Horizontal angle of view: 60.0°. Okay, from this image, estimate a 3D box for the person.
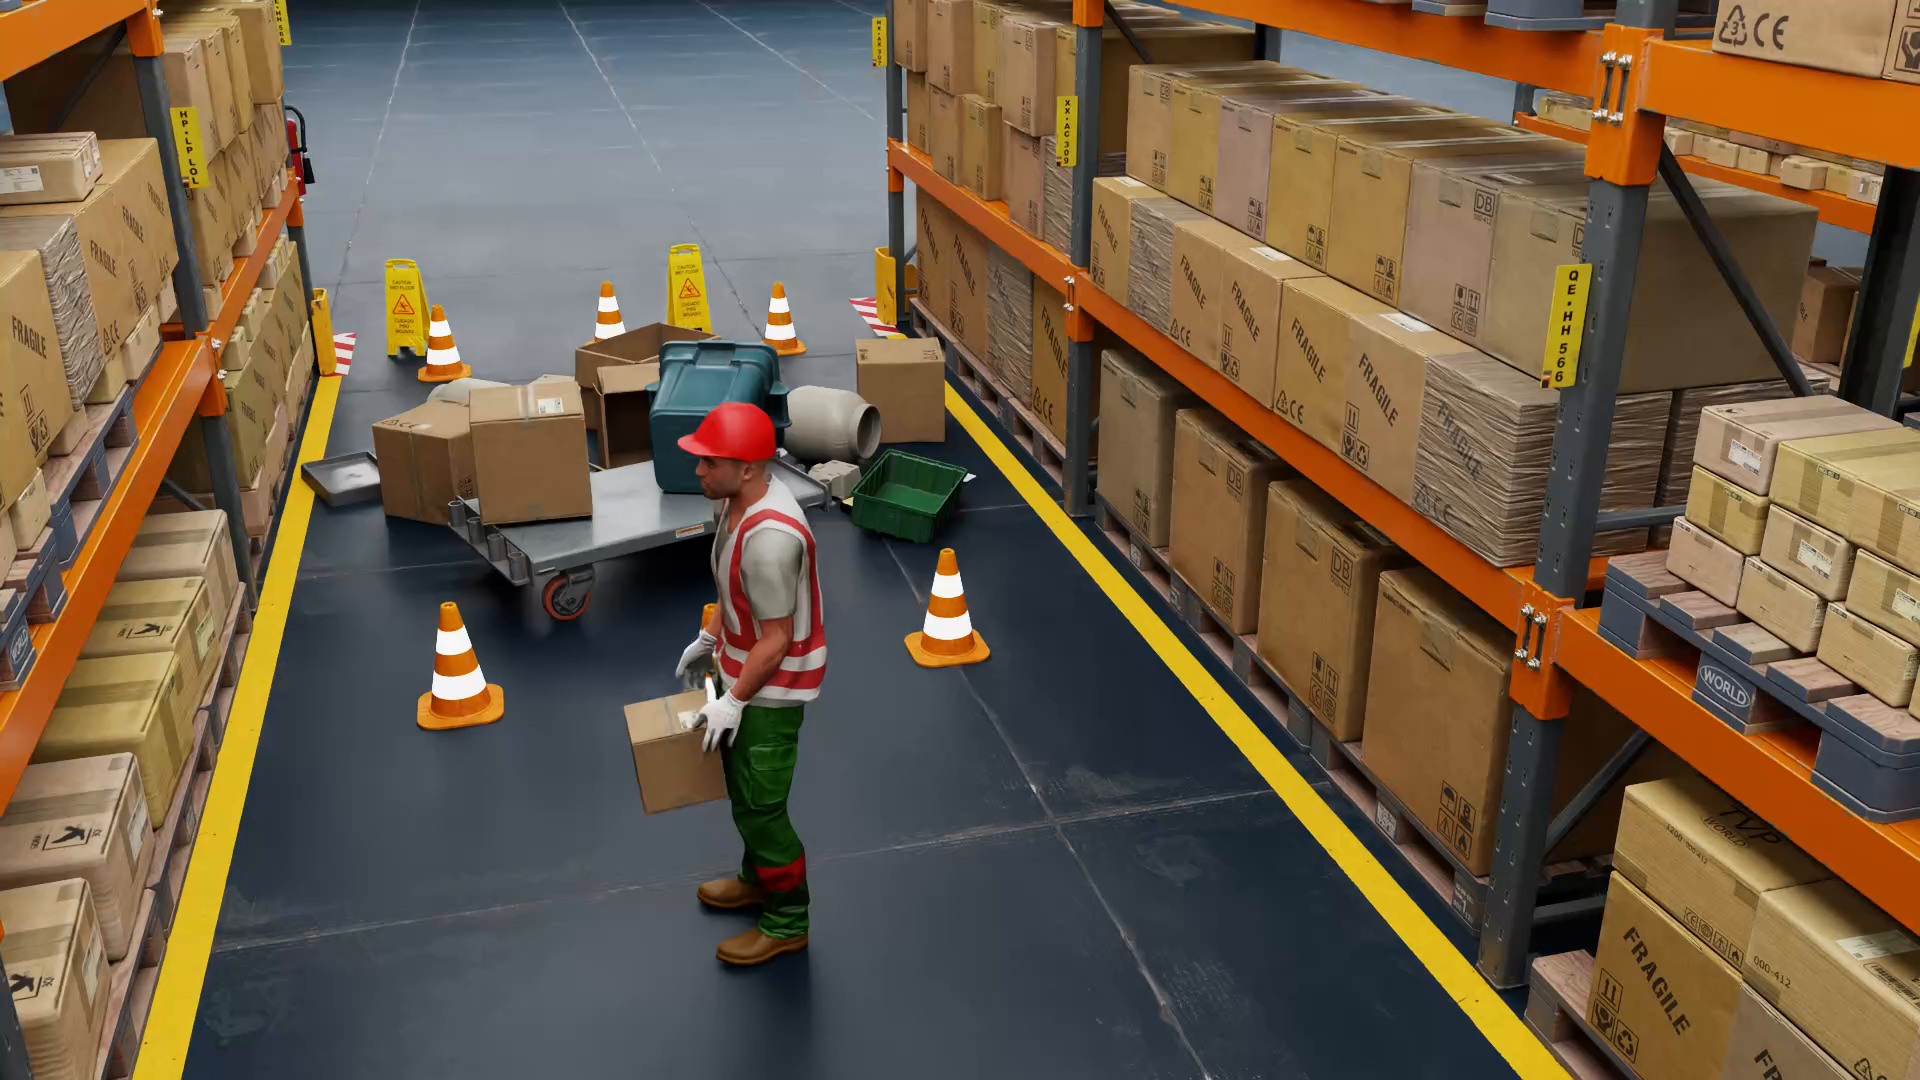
[{"bbox_3d":[-0.626,0.436,5.022,0.425,1.789,0.541,-7,24,-16],"label":"person"}]
